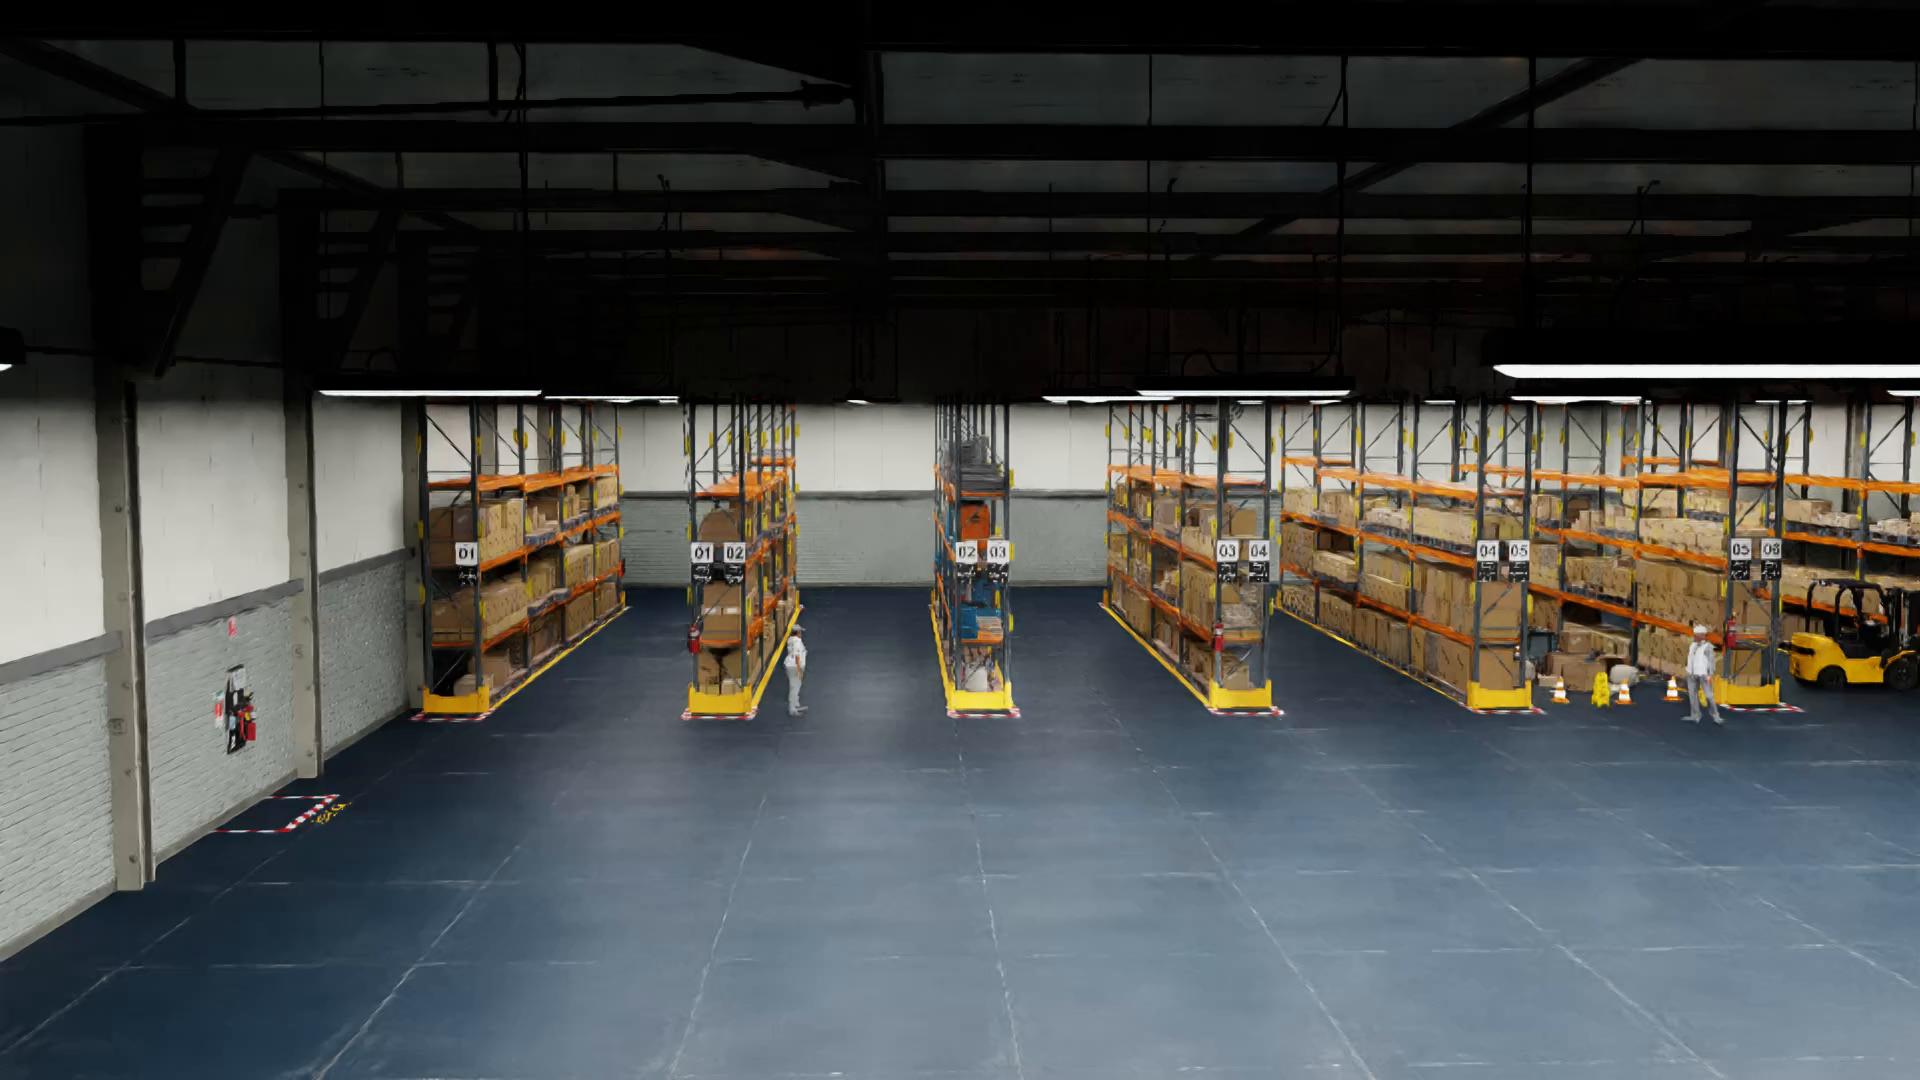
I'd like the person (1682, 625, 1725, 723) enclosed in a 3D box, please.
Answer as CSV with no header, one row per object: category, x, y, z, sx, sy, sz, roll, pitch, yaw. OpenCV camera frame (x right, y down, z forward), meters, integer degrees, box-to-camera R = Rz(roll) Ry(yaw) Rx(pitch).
person,13.515,2.432,30.173,0.472,1.769,0.718,-3,5,-30

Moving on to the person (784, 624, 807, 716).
person,-3.034,2.399,30.985,0.463,1.672,0.578,-2,5,-20
